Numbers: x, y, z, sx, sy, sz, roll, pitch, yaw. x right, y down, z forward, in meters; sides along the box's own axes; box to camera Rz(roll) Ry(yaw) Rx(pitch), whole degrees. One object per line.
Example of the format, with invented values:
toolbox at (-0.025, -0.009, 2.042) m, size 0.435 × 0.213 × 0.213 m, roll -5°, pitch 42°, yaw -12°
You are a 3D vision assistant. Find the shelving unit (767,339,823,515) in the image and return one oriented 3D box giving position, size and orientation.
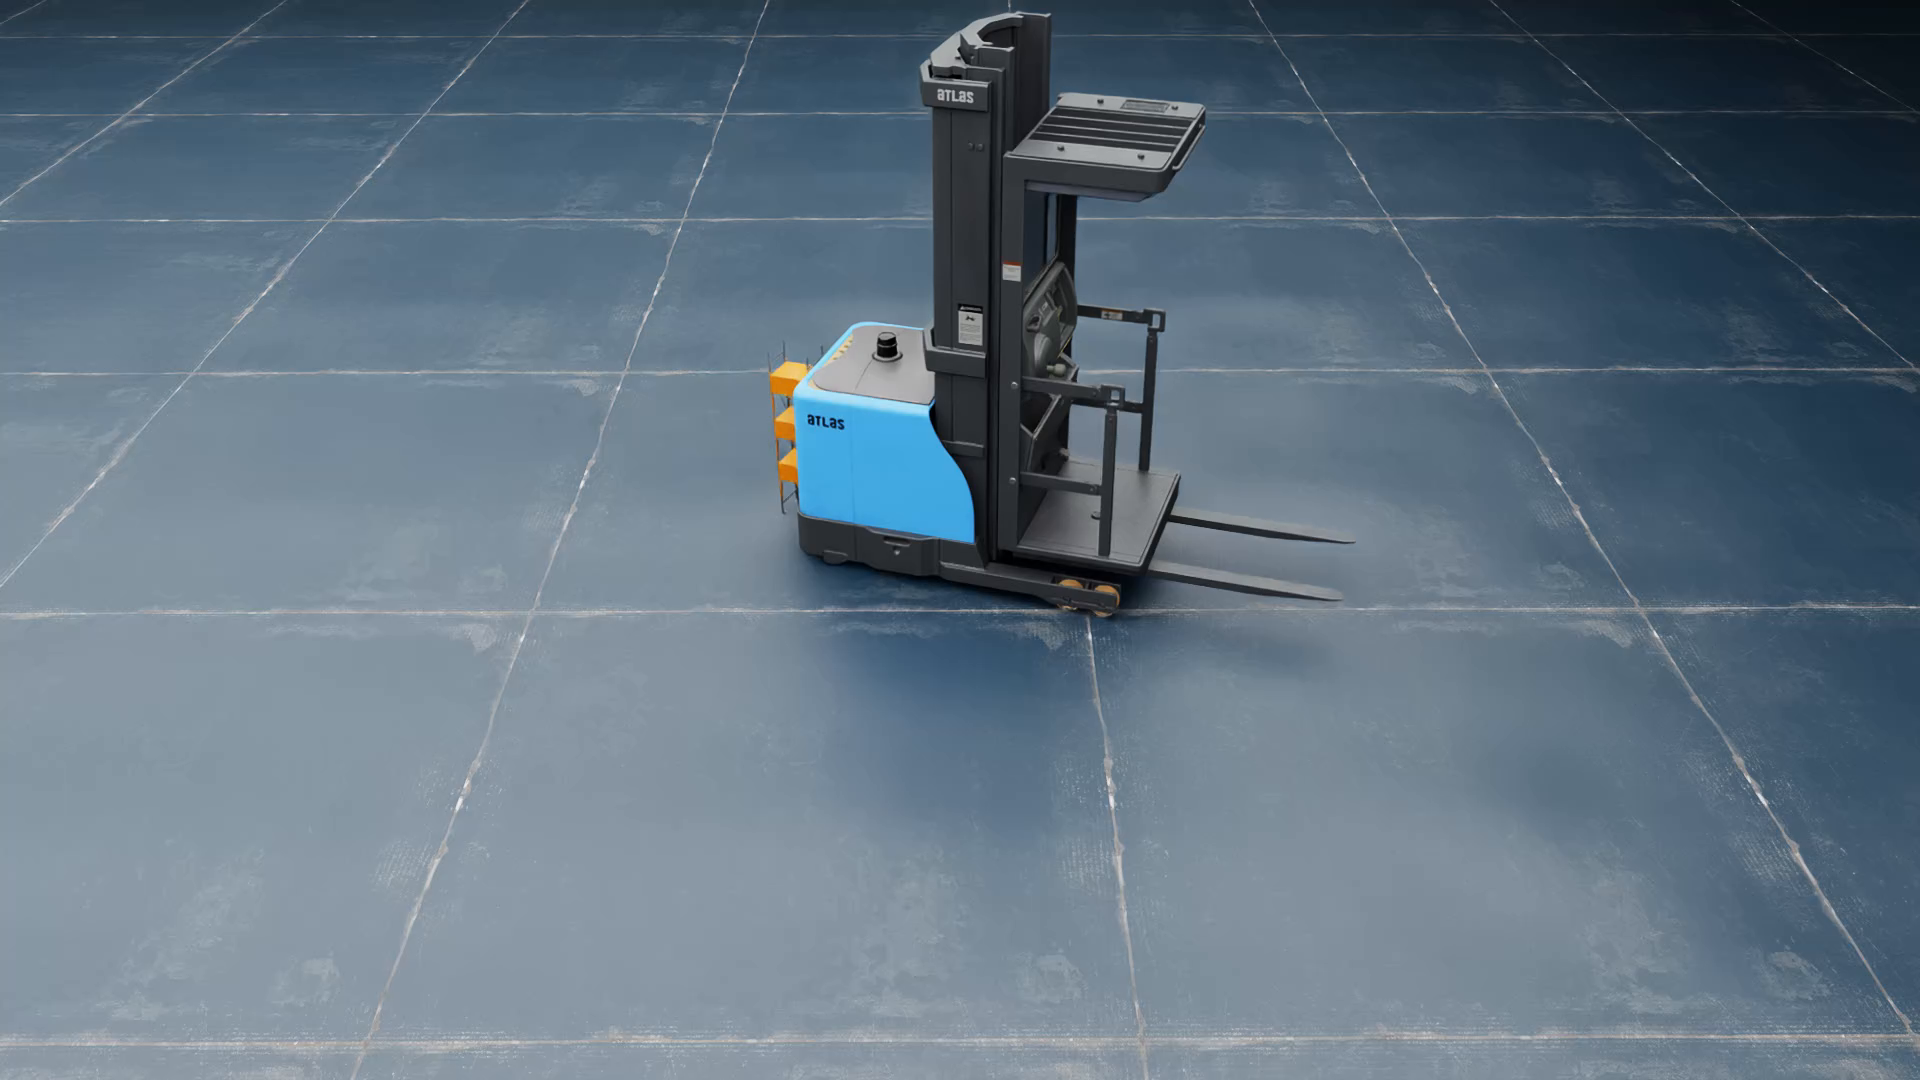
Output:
shelving unit at (-0.919, -0.630, 9.658) m, size 0.252 × 1.050 × 0.215 m, roll 11°, pitch 33°, yaw 20°

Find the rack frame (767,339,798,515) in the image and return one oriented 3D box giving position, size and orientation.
rack frame at (-1.032, -0.651, 9.700) m, size 0.008 × 1.050 × 0.200 m, roll 11°, pitch 33°, yaw 20°

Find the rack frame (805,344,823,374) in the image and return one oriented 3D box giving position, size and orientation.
rack frame at (-0.807, -0.609, 9.616) m, size 0.008 × 1.050 × 0.200 m, roll 11°, pitch 33°, yaw 20°

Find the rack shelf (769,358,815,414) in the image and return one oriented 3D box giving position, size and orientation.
rack shelf at (-0.927, -0.866, 9.520) m, size 0.240 × 0.259 × 0.215 m, roll 11°, pitch 33°, yaw 20°

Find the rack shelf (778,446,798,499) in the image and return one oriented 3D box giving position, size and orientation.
rack shelf at (-0.911, -0.382, 9.804) m, size 0.240 × 0.259 × 0.215 m, roll 11°, pitch 33°, yaw 20°

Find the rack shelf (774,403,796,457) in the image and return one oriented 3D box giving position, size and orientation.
rack shelf at (-0.919, -0.621, 9.663) m, size 0.240 × 0.259 × 0.215 m, roll 11°, pitch 33°, yaw 20°

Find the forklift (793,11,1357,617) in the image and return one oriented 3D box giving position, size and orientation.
forklift at (0.661, -1.151, 8.710) m, size 3.031 × 2.935 × 1.130 m, roll 9°, pitch 32°, yaw 15°
